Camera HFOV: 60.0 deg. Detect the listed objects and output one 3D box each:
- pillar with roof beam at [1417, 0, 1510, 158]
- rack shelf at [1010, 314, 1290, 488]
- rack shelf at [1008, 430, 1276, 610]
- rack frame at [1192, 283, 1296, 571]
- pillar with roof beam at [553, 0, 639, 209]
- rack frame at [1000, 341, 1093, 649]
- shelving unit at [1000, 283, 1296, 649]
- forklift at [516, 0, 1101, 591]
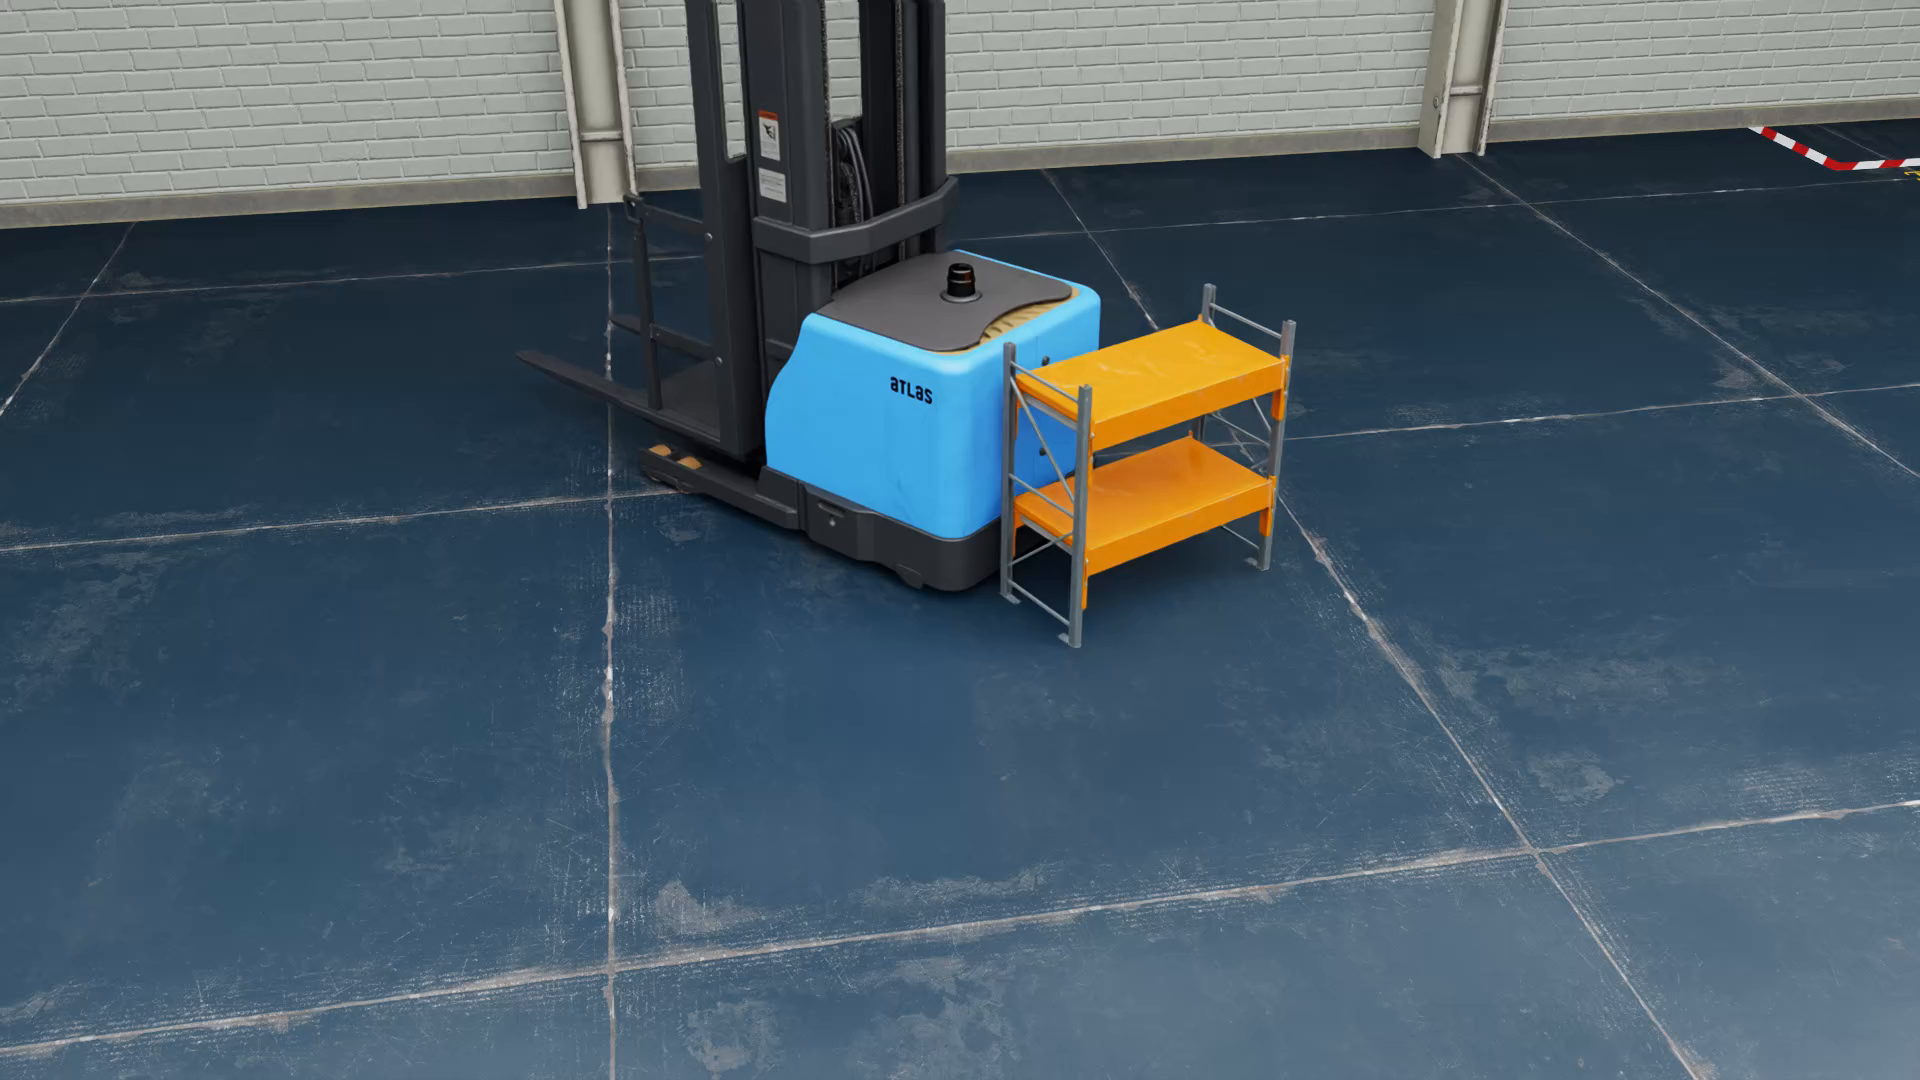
[{"bbox_3d":[4.328,-4.559,6.125,0.400,9.000,9.100,-5,31,-9],"label":"pillar with roof beam"},{"bbox_3d":[0.736,-0.564,6.522,1.000,0.278,0.538,-20,36,-30],"label":"rack shelf"},{"bbox_3d":[0.736,-0.101,6.794,1.000,0.278,0.538,-20,36,-30],"label":"rack shelf"},{"bbox_3d":[1.152,-0.460,6.922,0.032,1.125,0.500,-20,36,-30],"label":"rack frame"},{"bbox_3d":[-1.574,-4.011,5.193,0.400,9.000,9.100,-5,31,-9],"label":"pillar with roof beam"},{"bbox_3d":[0.320,-0.164,6.419,0.032,1.125,0.500,-20,36,-30],"label":"rack frame"},{"bbox_3d":[0.736,-0.312,6.670,1.048,1.125,0.538,-20,36,-30],"label":"shelving unit"},{"bbox_3d":[-0.863,-1.660,7.182,3.031,2.935,1.130,22,37,33],"label":"forklift"}]
